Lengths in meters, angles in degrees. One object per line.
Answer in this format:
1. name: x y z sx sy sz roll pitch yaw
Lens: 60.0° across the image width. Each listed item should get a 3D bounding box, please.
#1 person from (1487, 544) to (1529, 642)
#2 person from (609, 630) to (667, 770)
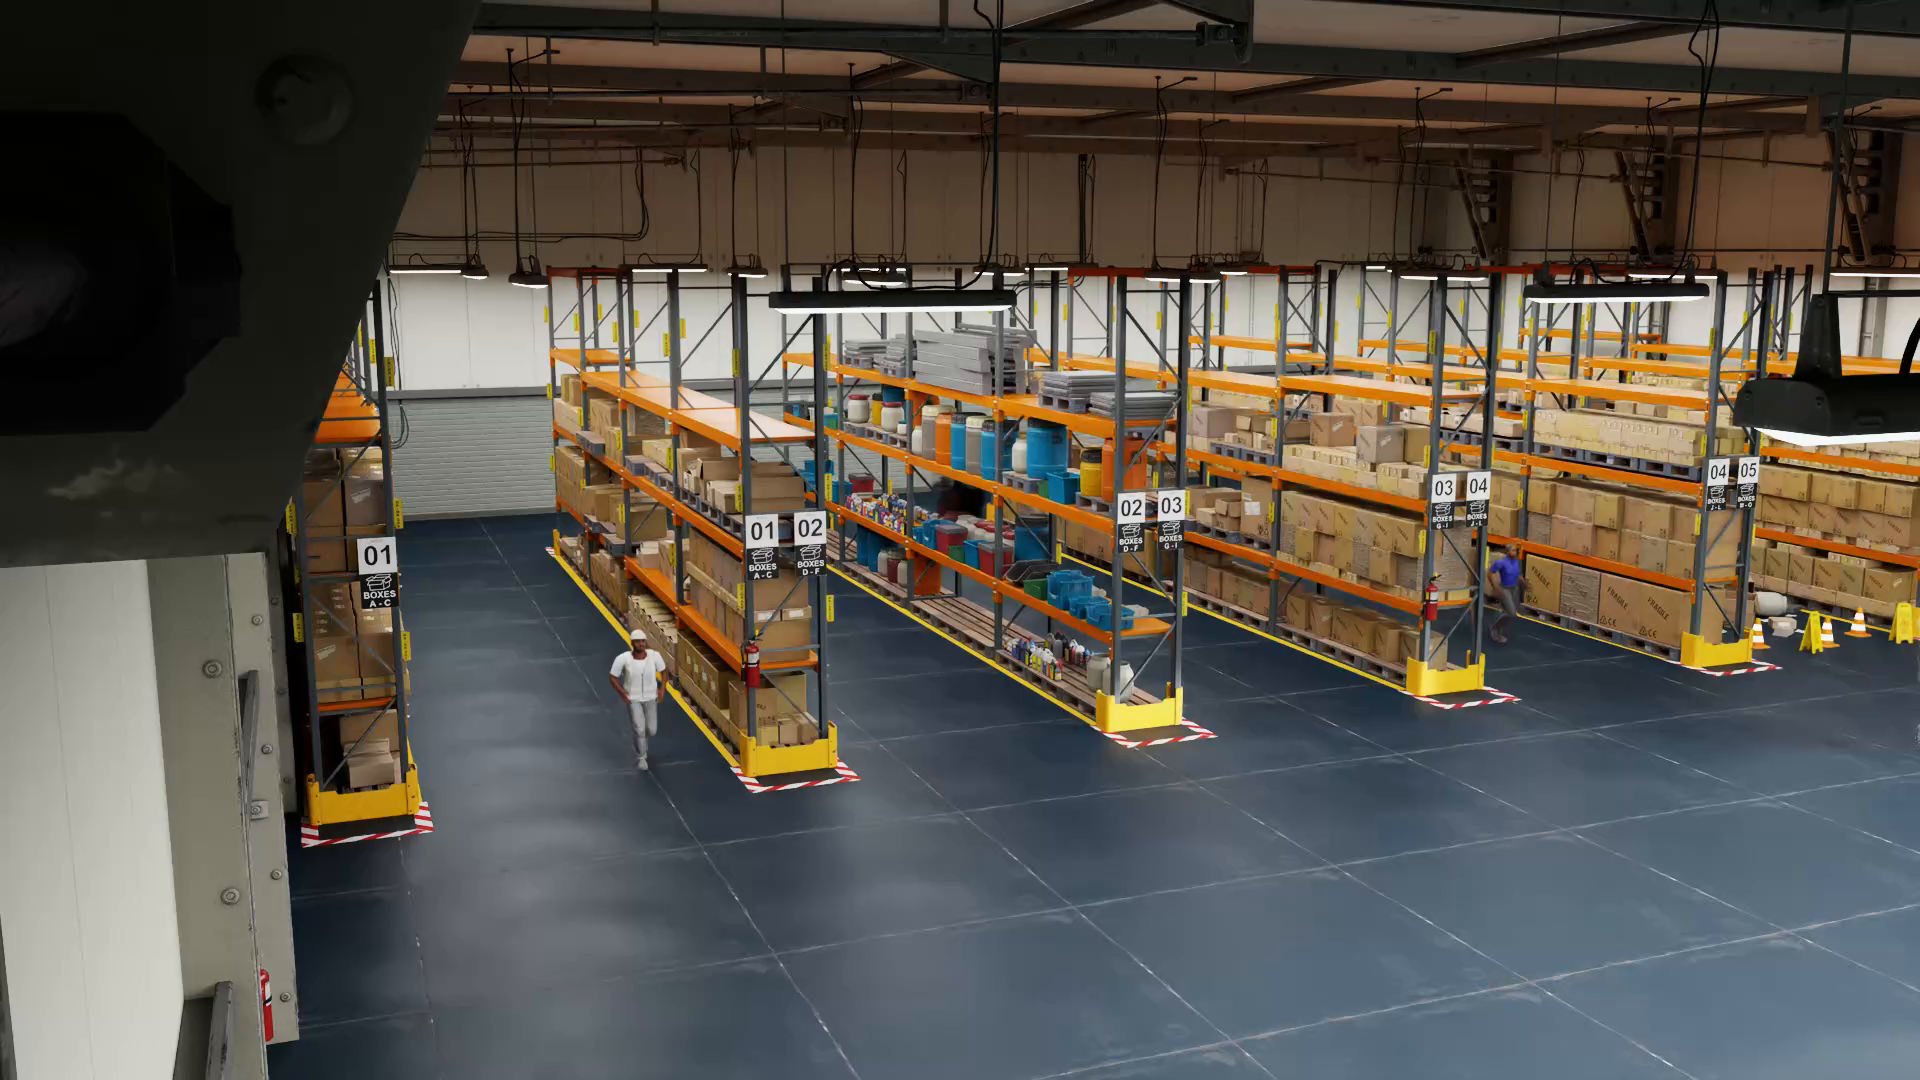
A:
1. person: 8.917 0.865 26.992 0.585 1.626 0.589 -6 12 -33
2. person: -3.968 1.936 20.581 0.726 1.724 0.641 -5 11 -25
